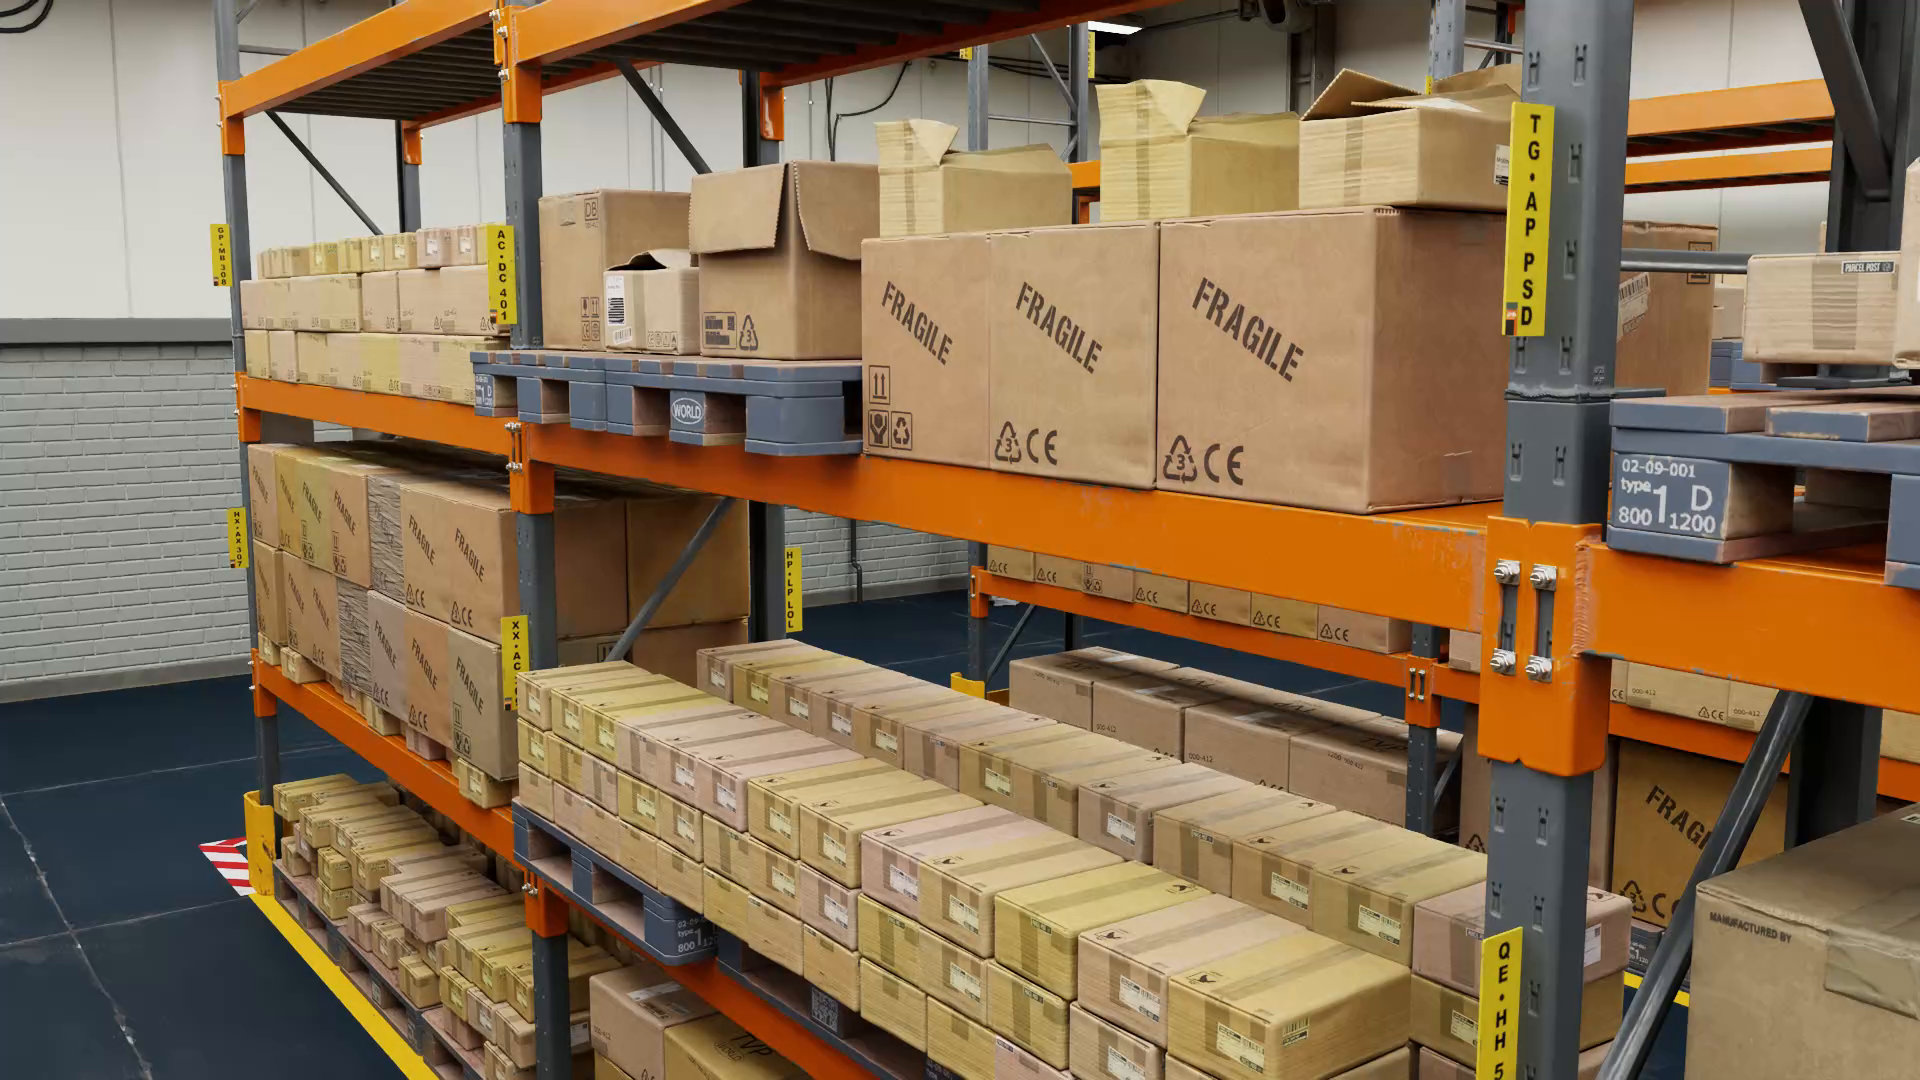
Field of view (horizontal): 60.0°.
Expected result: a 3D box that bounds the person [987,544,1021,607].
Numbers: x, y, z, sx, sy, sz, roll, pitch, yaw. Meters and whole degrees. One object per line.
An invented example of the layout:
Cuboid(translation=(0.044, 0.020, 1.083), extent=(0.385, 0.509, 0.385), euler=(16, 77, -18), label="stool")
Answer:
Cuboid(translation=(0.362, -0.178, 18.055), extent=(0.461, 1.759, 0.629), euler=(-6, 10, -39), label="person")
